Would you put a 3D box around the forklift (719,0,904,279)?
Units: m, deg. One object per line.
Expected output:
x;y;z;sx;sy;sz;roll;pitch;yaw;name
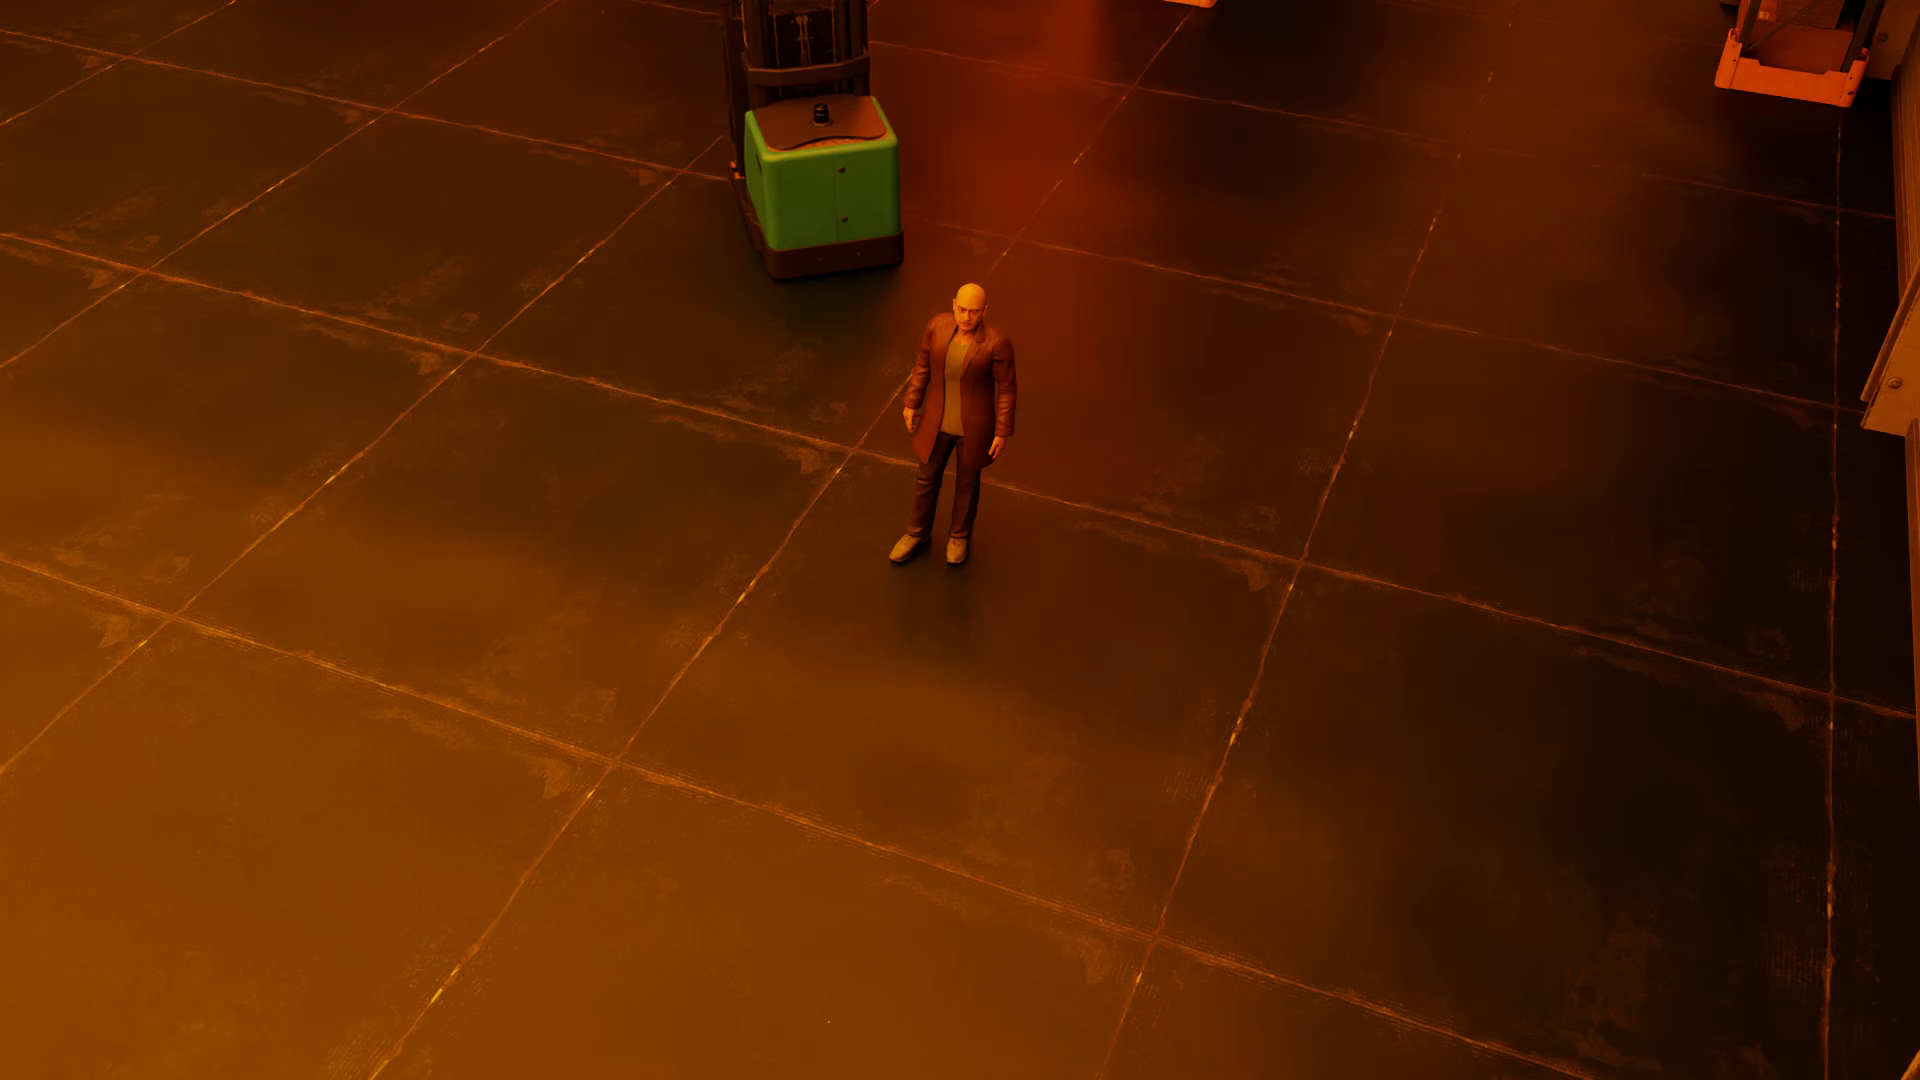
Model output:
-1.312;-4.046;12.840;1.130;2.935;3.031;-10;41;-12;forklift

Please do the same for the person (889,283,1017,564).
-0.039;-0.634;9.650;0.698;1.778;0.579;15;42;17;person
